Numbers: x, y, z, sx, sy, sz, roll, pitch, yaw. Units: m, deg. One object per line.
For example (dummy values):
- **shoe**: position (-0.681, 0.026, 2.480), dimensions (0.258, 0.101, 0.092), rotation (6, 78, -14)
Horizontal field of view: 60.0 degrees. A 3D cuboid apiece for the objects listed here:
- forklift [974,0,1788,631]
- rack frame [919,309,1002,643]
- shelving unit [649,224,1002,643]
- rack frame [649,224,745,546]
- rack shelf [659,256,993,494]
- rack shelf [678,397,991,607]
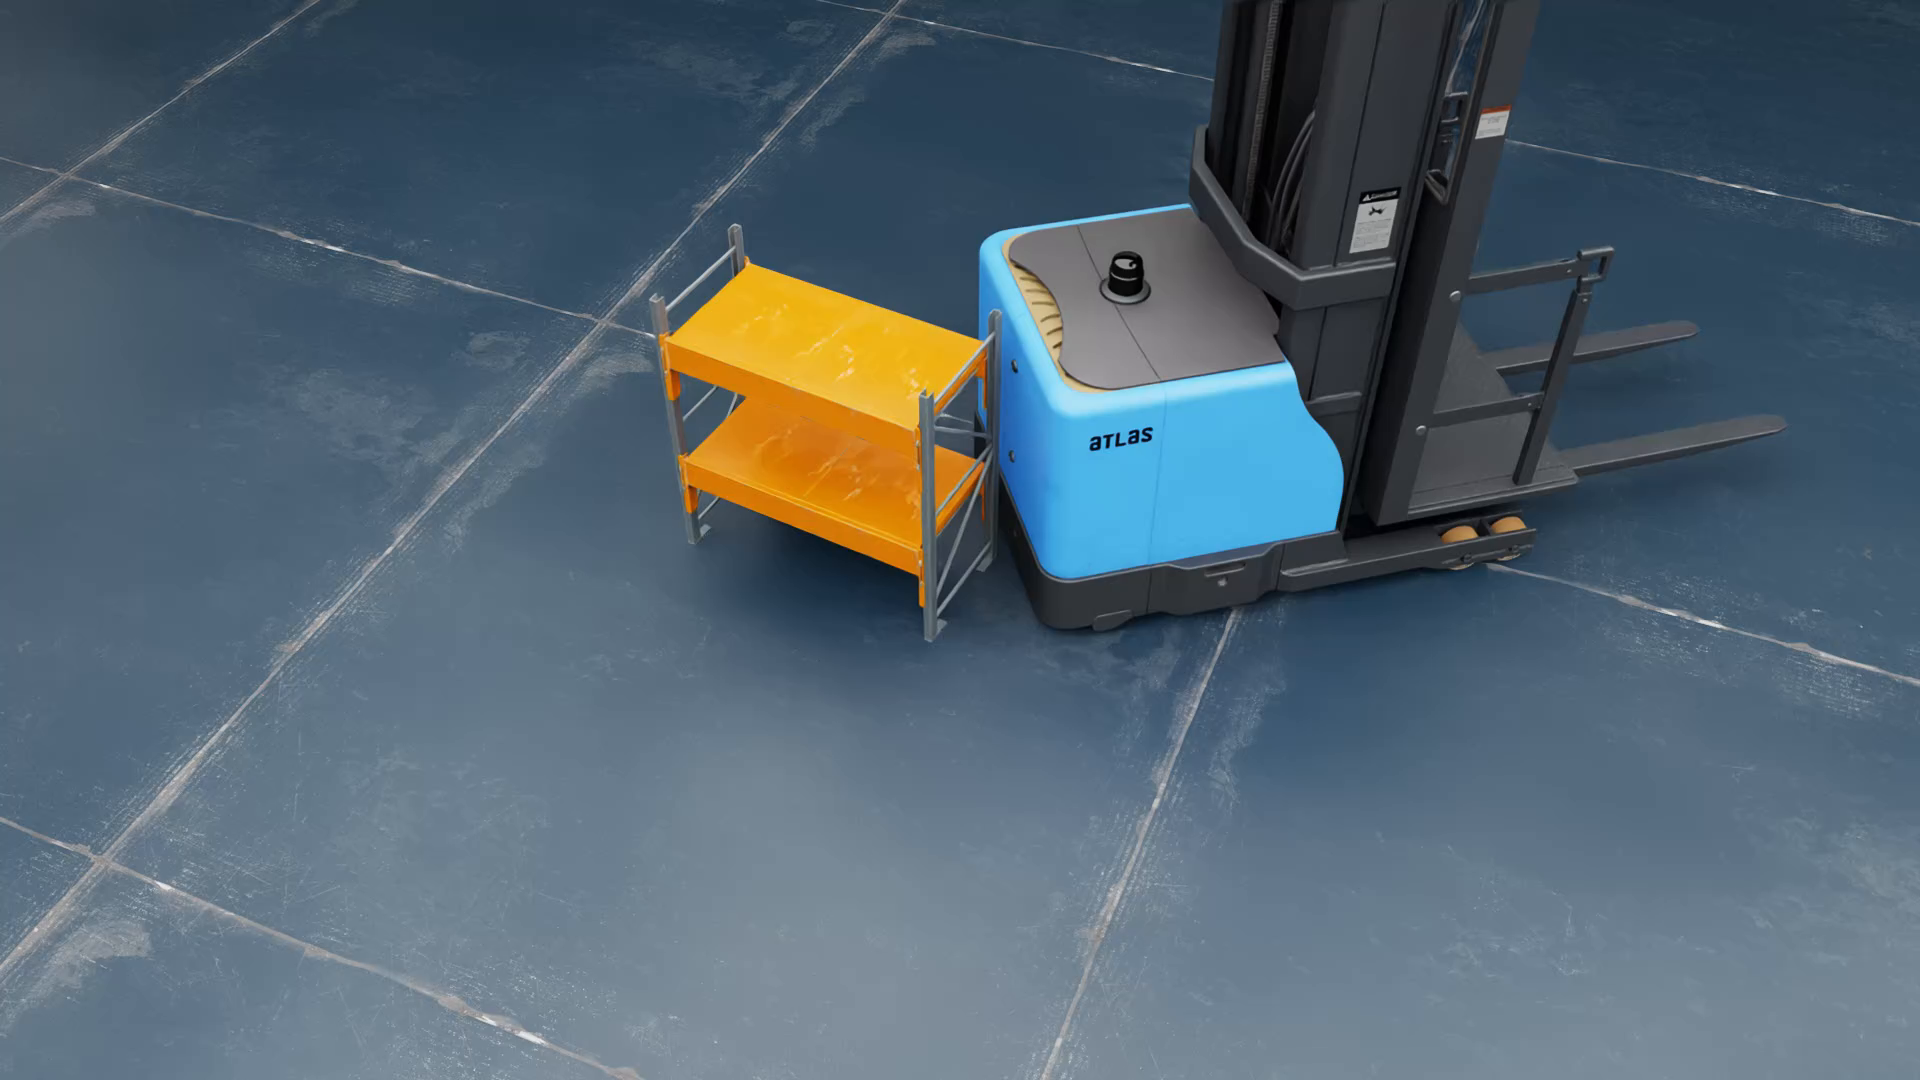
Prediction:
- **forklift**: position (1.629, -1.281, 5.460), dimensions (3.031, 2.935, 1.130), rotation (-10, 46, -10)
- **rack frame**: position (0.006, -0.194, 5.647), dimensions (0.032, 1.125, 0.500), rotation (21, 49, 20)
- **shelving unit**: position (-0.441, -0.366, 5.820), dimensions (1.048, 1.125, 0.538), rotation (21, 49, 20)
- **rack frame**: position (-0.887, -0.537, 5.993), dimensions (0.032, 1.125, 0.500), rotation (21, 49, 20)
- **rack shelf**: position (-0.441, -0.573, 5.614), dimensions (1.000, 0.278, 0.538), rotation (21, 49, 20)
- **rack shelf**: position (-0.441, -0.192, 5.992), dimensions (1.000, 0.278, 0.538), rotation (21, 49, 20)
